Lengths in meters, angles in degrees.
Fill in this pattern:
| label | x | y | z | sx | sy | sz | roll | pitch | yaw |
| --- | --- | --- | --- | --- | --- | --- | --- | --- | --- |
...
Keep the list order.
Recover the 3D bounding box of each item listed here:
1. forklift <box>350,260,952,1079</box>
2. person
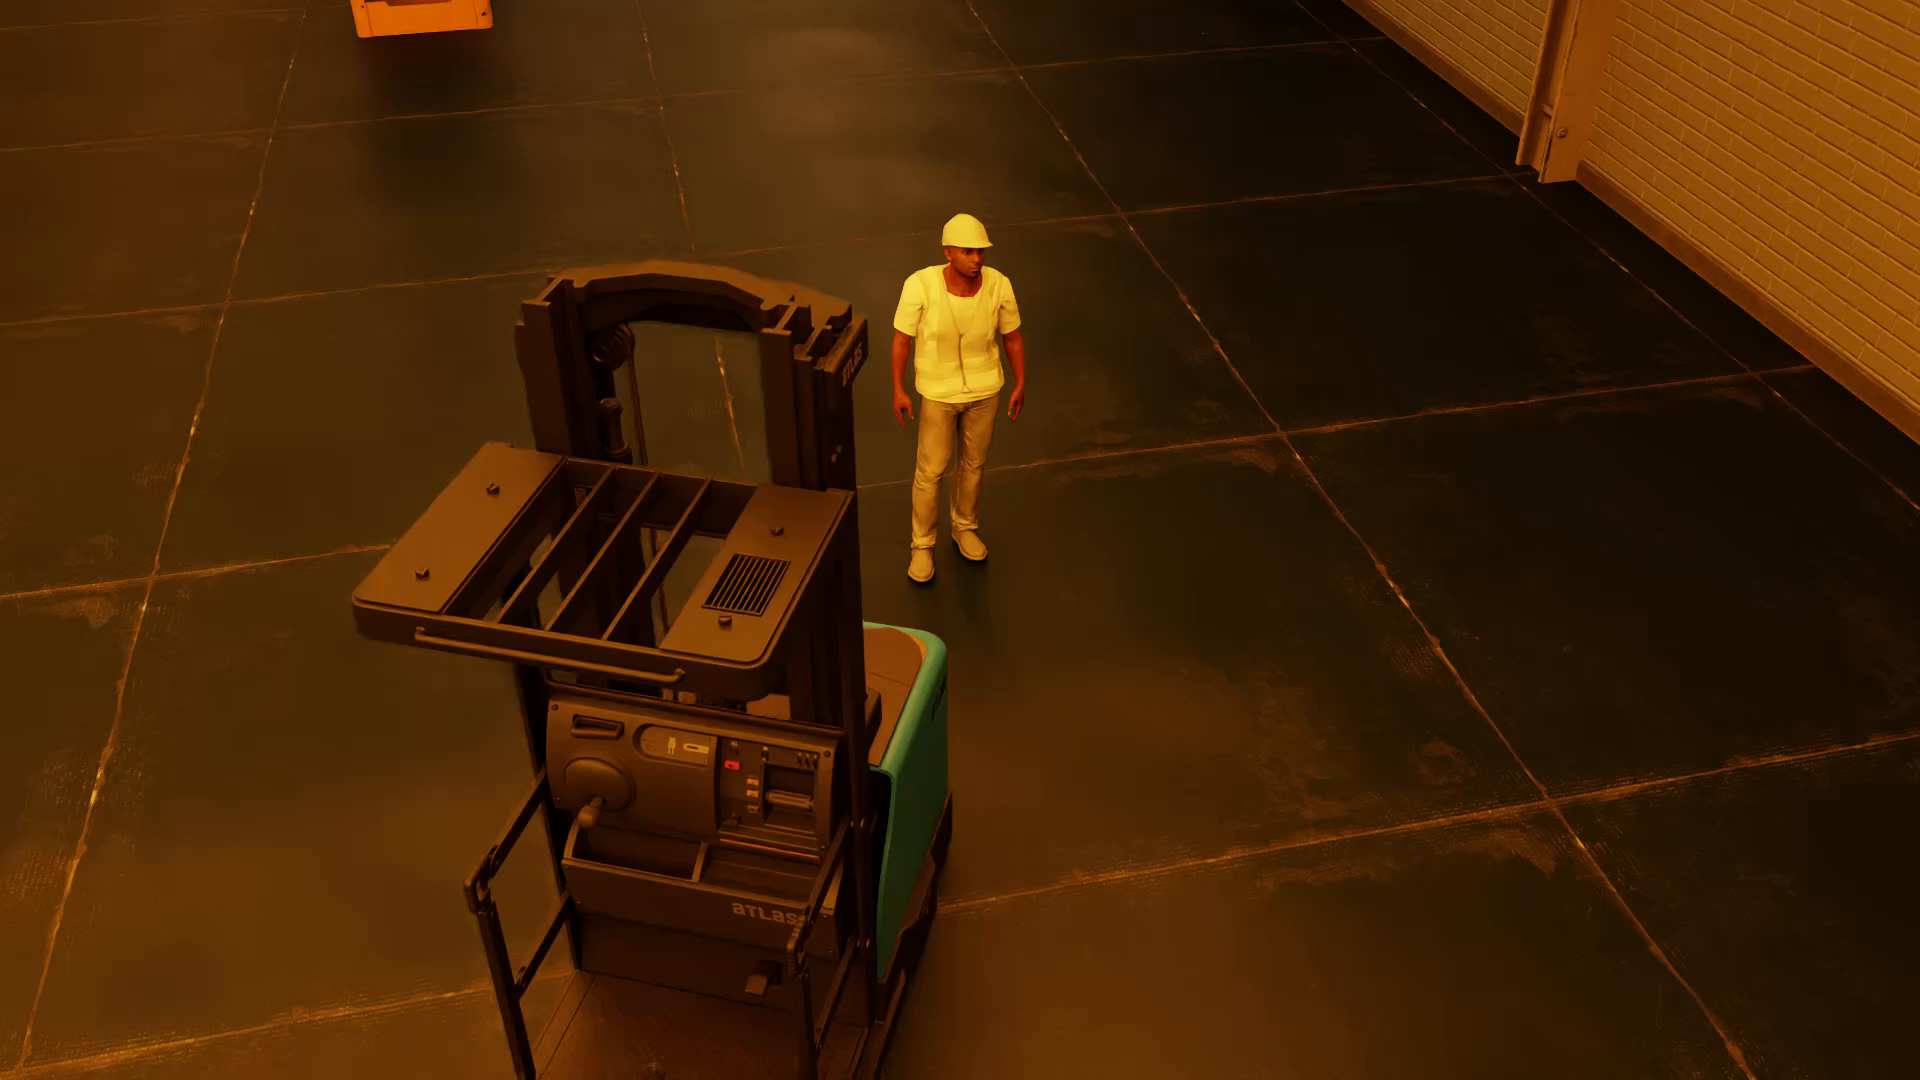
| label | x | y | z | sx | sy | sz | roll | pitch | yaw |
| --- | --- | --- | --- | --- | --- | --- | --- | --- | --- |
| forklift | -0.881 | 0.800 | 4.939 | 1.130 | 2.935 | 3.031 | 8 | 37 | 11 |
| person | 0.011 | -0.682 | 7.983 | 0.666 | 1.768 | 0.575 | -8 | 36 | -11 |
